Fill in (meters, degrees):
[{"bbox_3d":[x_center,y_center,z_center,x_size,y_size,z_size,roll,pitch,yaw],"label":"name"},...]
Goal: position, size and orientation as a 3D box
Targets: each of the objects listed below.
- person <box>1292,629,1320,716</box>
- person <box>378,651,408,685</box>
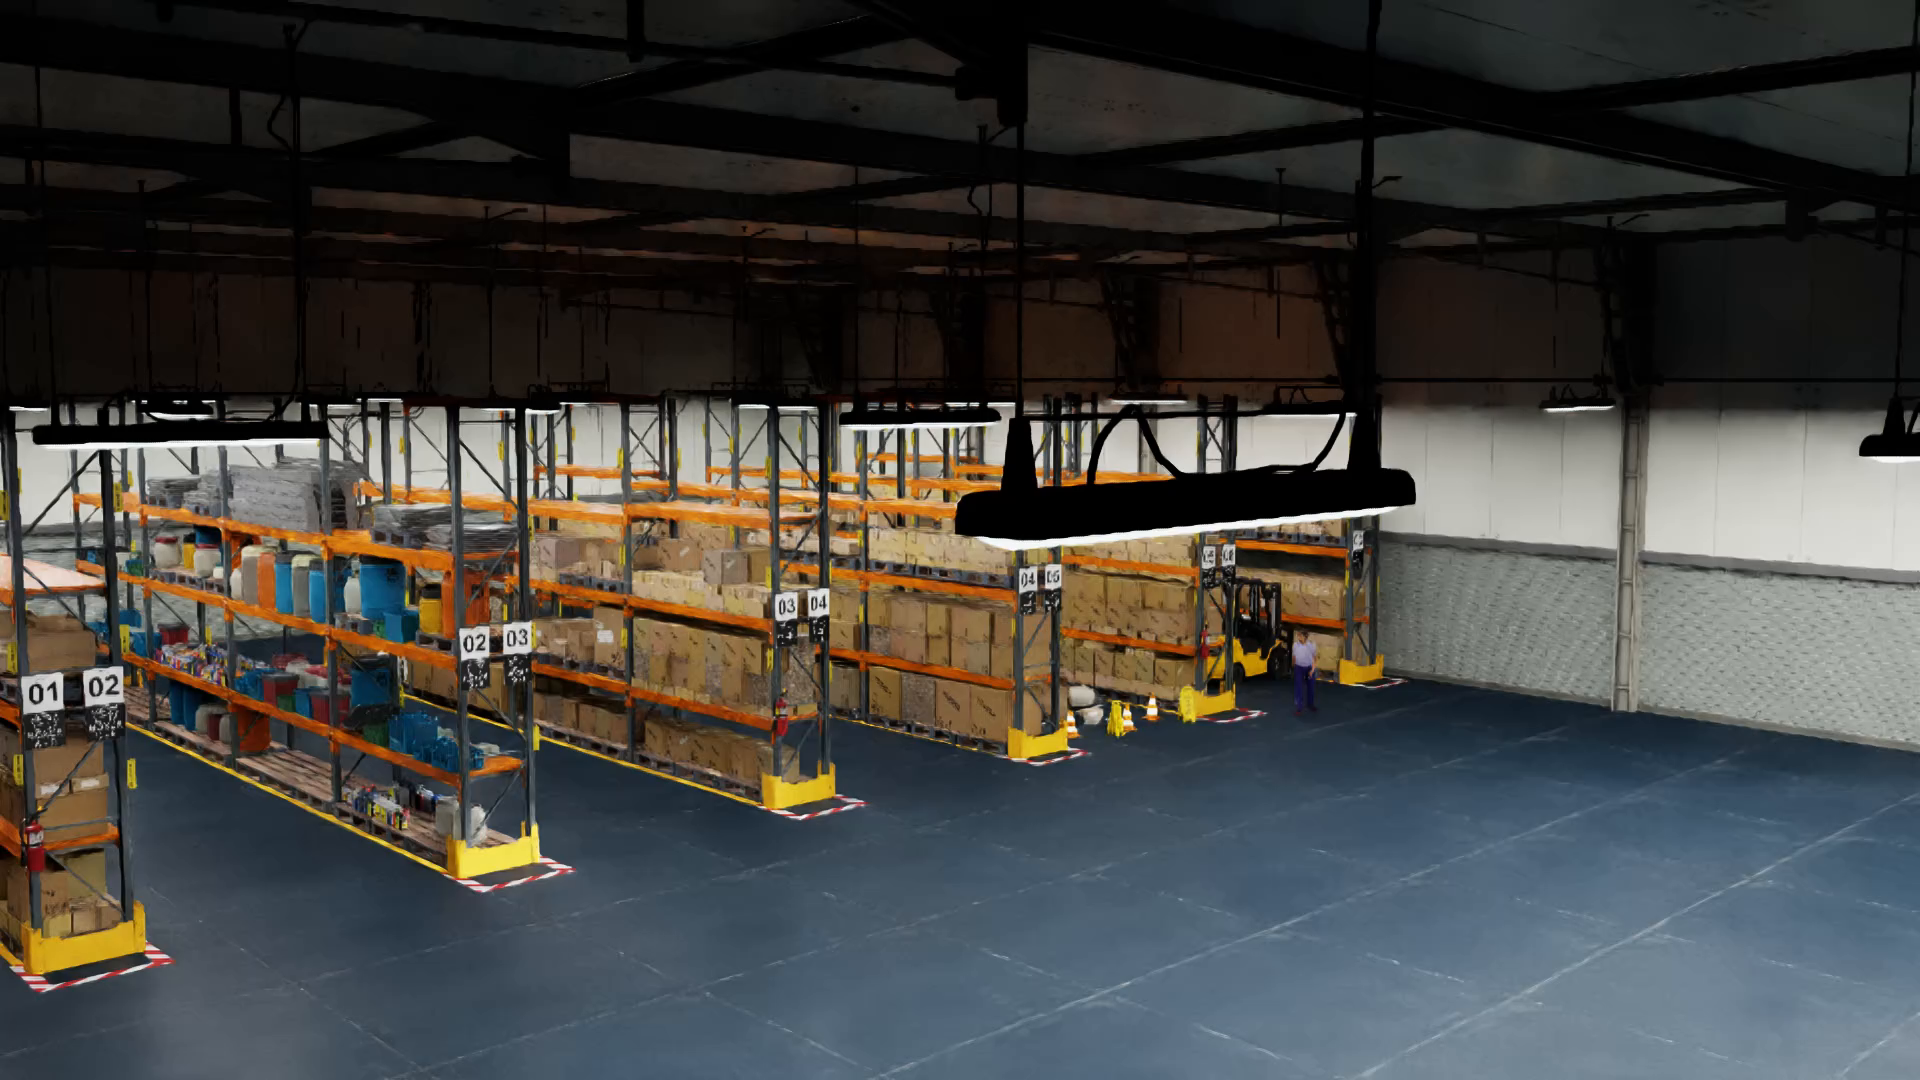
[{"bbox_3d":[6.542,2.493,31.496,0.518,1.602,0.673,2,6,20],"label":"person"},{"bbox_3d":[-10.568,2.548,30.895,0.506,1.620,0.550,5,8,44],"label":"person"}]
